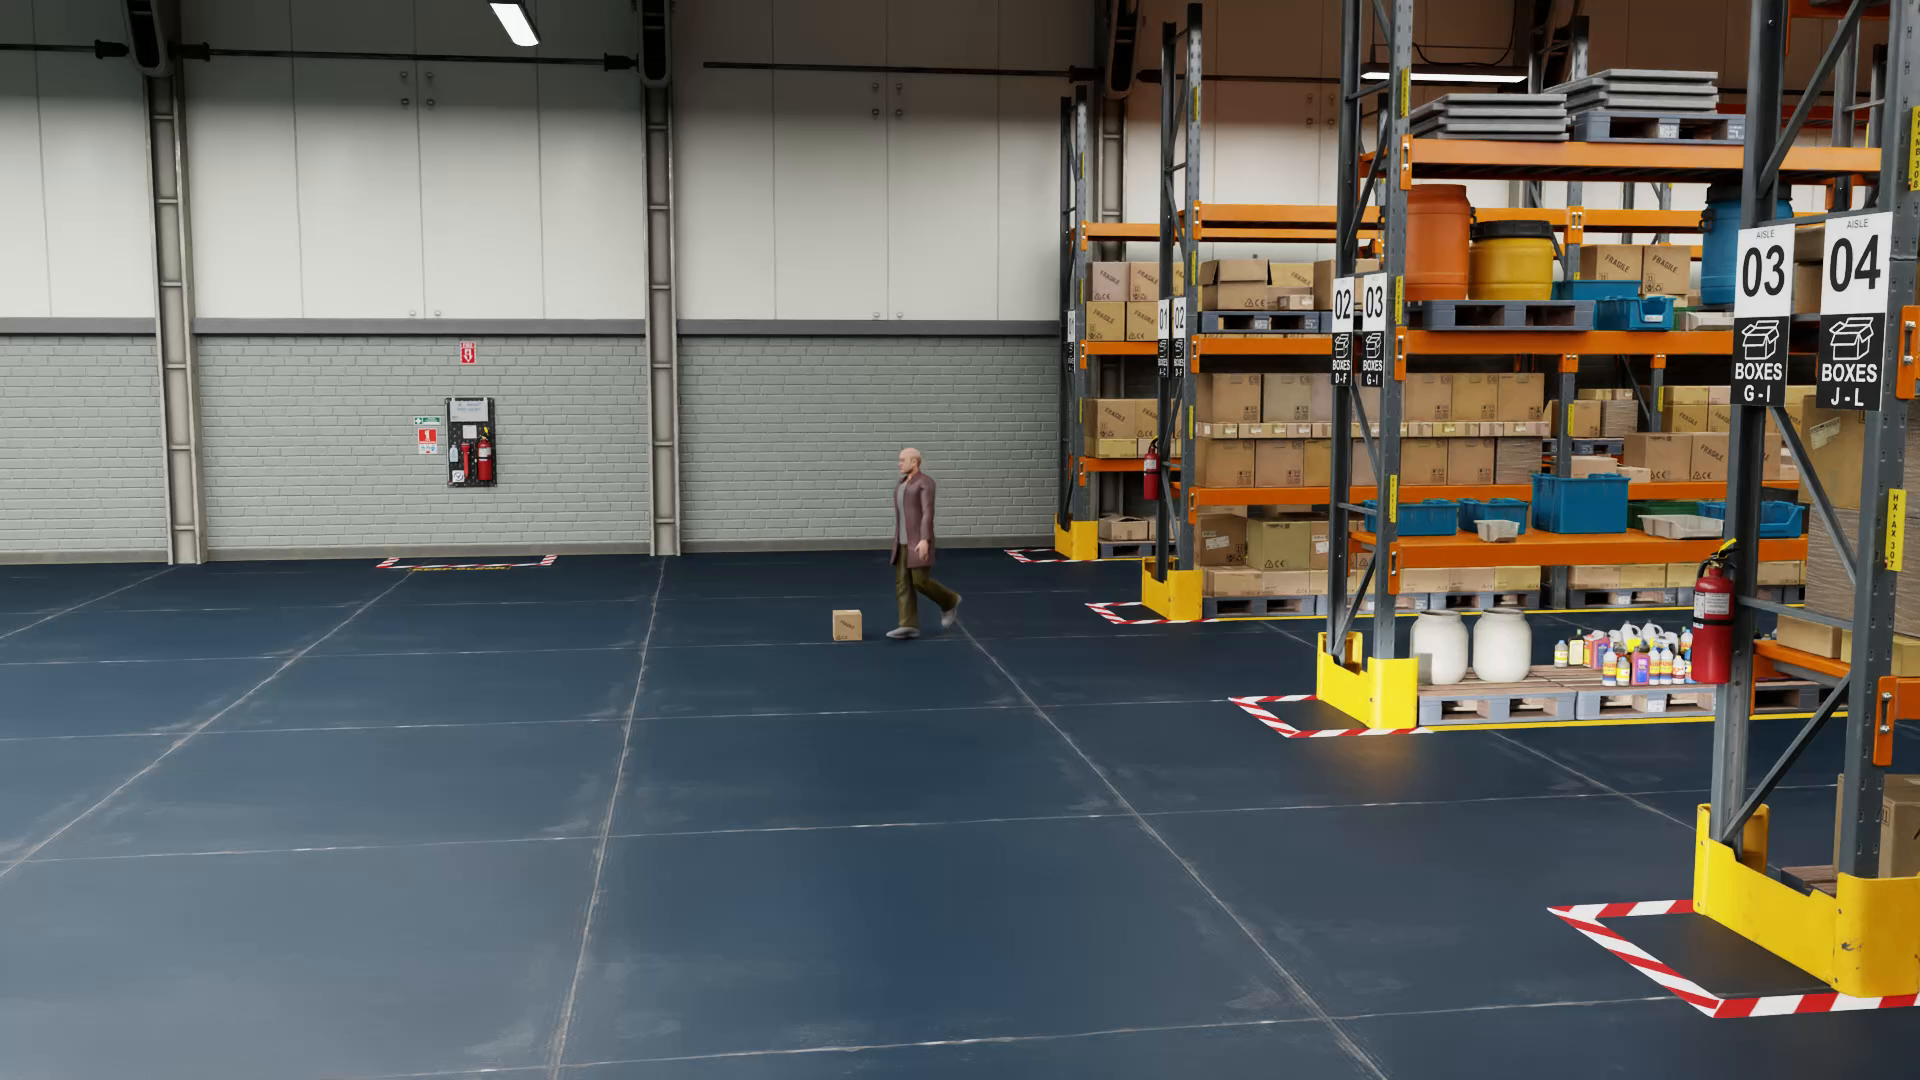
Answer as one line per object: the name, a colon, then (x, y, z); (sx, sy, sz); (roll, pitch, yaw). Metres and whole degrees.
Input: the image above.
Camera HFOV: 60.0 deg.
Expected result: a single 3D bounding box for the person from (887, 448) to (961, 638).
person: (-0.382, 0.018, 15.571); (0.853, 1.763, 0.615); (-5, 8, -41)
